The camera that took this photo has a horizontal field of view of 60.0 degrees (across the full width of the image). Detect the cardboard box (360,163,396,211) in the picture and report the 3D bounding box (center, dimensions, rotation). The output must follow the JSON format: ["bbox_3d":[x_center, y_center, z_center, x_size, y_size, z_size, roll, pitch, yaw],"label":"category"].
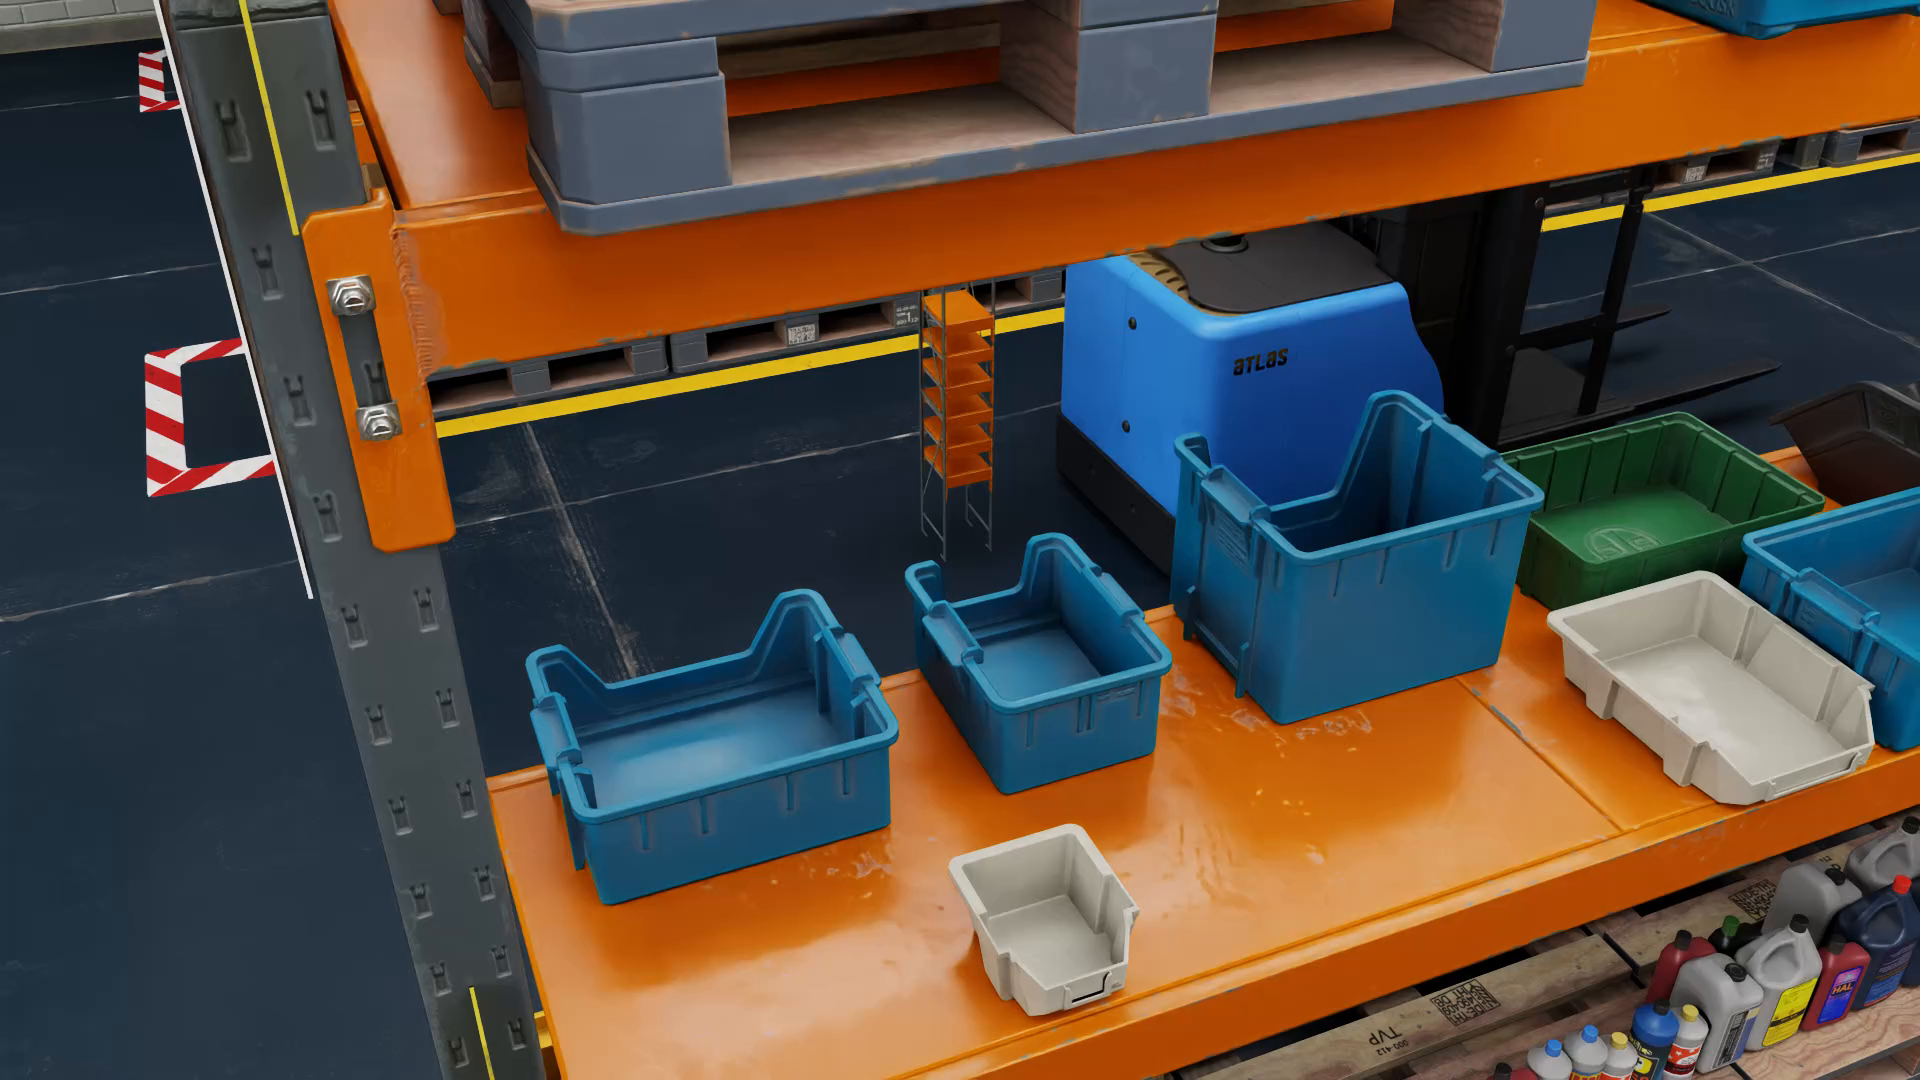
[{"bbox_3d":[-2.338,-1.533,7.304,0.500,0.500,0.500,-13,35,-19],"label":"cardboard box"}]

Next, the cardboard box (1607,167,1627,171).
[{"bbox_3d":[3.329,-2.196,9.010,0.500,0.250,0.500,-12,35,-18],"label":"cardboard box"}]

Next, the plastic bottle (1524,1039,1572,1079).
[{"bbox_3d":[1.305,1.220,3.722,0.097,0.271,0.097,0,33,0],"label":"plastic bottle"}]

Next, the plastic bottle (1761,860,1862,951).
[{"bbox_3d":[2.145,0.925,4.173,0.135,0.276,0.152,-13,35,-19],"label":"plastic bottle"}]

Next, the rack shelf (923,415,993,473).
[{"bbox_3d":[-0.013,-0.362,6.008,0.180,0.103,0.258,-13,35,-19],"label":"rack shelf"}]

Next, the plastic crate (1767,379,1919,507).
[{"bbox_3d":[2.353,-0.212,3.883,0.504,0.338,0.767,-13,35,-19],"label":"plastic crate"}]

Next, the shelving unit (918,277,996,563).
[{"bbox_3d":[-0.013,-0.500,5.918,0.189,1.200,0.258,-13,35,-19],"label":"shelving unit"}]

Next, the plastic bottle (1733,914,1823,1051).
[{"bbox_3d":[1.928,1.031,3.941,0.185,0.351,0.144,-13,35,-19],"label":"plastic bottle"}]

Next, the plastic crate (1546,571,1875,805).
[{"bbox_3d":[1.485,0.296,3.287,0.437,0.136,0.530,-13,35,-19],"label":"plastic crate"}]

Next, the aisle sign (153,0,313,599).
[{"bbox_3d":[-0.757,-0.368,1.681,0.004,0.787,0.394,-13,35,-19],"label":"aisle sign"}]

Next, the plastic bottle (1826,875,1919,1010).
[{"bbox_3d":[2.225,0.962,4.046,0.185,0.351,0.144,-15,36,-21],"label":"plastic bottle"}]

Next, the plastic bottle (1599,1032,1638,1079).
[{"bbox_3d":[1.488,1.208,3.806,0.097,0.201,0.097,0,33,0],"label":"plastic bottle"}]

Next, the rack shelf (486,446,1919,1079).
[{"bbox_3d":[1.040,0.439,3.485,4.000,0.370,1.077,-13,35,-19],"label":"rack shelf"}]

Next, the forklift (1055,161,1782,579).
[{"bbox_3d":[1.936,-1.593,6.010,3.031,2.935,1.130,-14,36,-21],"label":"forklift"}]

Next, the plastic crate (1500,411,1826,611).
[{"bbox_3d":[1.524,-0.051,3.773,0.662,0.188,0.450,-13,35,-19],"label":"plastic crate"}]

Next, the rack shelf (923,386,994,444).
[{"bbox_3d":[-0.013,-0.463,5.942,0.180,0.103,0.258,-13,35,-19],"label":"rack shelf"}]

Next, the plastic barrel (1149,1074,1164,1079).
[{"bbox_3d":[0.236,1.143,3.639,0.421,0.512,0.421,0,33,0],"label":"plastic barrel"}]

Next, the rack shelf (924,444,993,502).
[{"bbox_3d":[-0.013,-0.261,6.073,0.180,0.103,0.258,-13,35,-19],"label":"rack shelf"}]

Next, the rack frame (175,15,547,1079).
[{"bbox_3d":[-0.804,0.560,2.640,0.127,3.000,1.000,-13,35,-19],"label":"rack frame"}]

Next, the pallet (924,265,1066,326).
[{"bbox_3d":[0.221,-1.461,8.302,1.213,0.211,1.003,-13,35,-19],"label":"pallet"}]

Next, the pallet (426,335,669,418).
[{"bbox_3d":[-2.029,-0.946,7.510,1.213,0.211,1.003,-13,35,-19],"label":"pallet"}]

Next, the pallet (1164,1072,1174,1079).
[{"bbox_3d":[-0.001,1.520,3.721,1.213,0.211,1.003,-13,35,-19],"label":"pallet"}]

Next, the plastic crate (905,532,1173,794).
[{"bbox_3d":[0.143,0.232,3.280,0.408,0.251,0.499,-13,35,-19],"label":"plastic crate"}]

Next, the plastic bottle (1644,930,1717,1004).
[{"bbox_3d":[1.734,1.038,3.992,0.133,0.283,0.061,-13,35,-19],"label":"plastic bottle"}]

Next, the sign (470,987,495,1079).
[{"bbox_3d":[-0.595,0.721,2.138,0.005,0.325,0.100,-13,35,-19],"label":"sign"}]

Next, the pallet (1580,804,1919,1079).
[{"bbox_3d":[2.249,1.005,4.512,1.213,0.211,1.003,-13,35,-19],"label":"pallet"}]

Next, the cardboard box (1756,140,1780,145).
[{"bbox_3d":[4.268,-2.411,9.341,0.500,0.250,0.500,-12,35,-18],"label":"cardboard box"}]

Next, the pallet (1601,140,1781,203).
[{"bbox_3d":[3.884,-2.298,9.588,1.213,0.211,1.003,-13,35,-19],"label":"pallet"}]

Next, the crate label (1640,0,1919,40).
[{"bbox_3d":[1.050,-0.864,2.214,0.408,0.251,0.502,-13,35,-19],"label":"crate label"}]

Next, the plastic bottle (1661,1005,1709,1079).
[{"bbox_3d":[1.678,1.164,3.873,0.097,0.201,0.097,0,33,0],"label":"plastic bottle"}]

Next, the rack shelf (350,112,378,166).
[{"bbox_3d":[-0.874,-2.053,7.314,4.000,0.370,1.077,-13,35,-19],"label":"rack shelf"}]

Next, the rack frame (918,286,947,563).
[{"bbox_3d":[-0.098,-0.481,5.888,0.006,1.200,0.240,-13,35,-19],"label":"rack frame"}]
